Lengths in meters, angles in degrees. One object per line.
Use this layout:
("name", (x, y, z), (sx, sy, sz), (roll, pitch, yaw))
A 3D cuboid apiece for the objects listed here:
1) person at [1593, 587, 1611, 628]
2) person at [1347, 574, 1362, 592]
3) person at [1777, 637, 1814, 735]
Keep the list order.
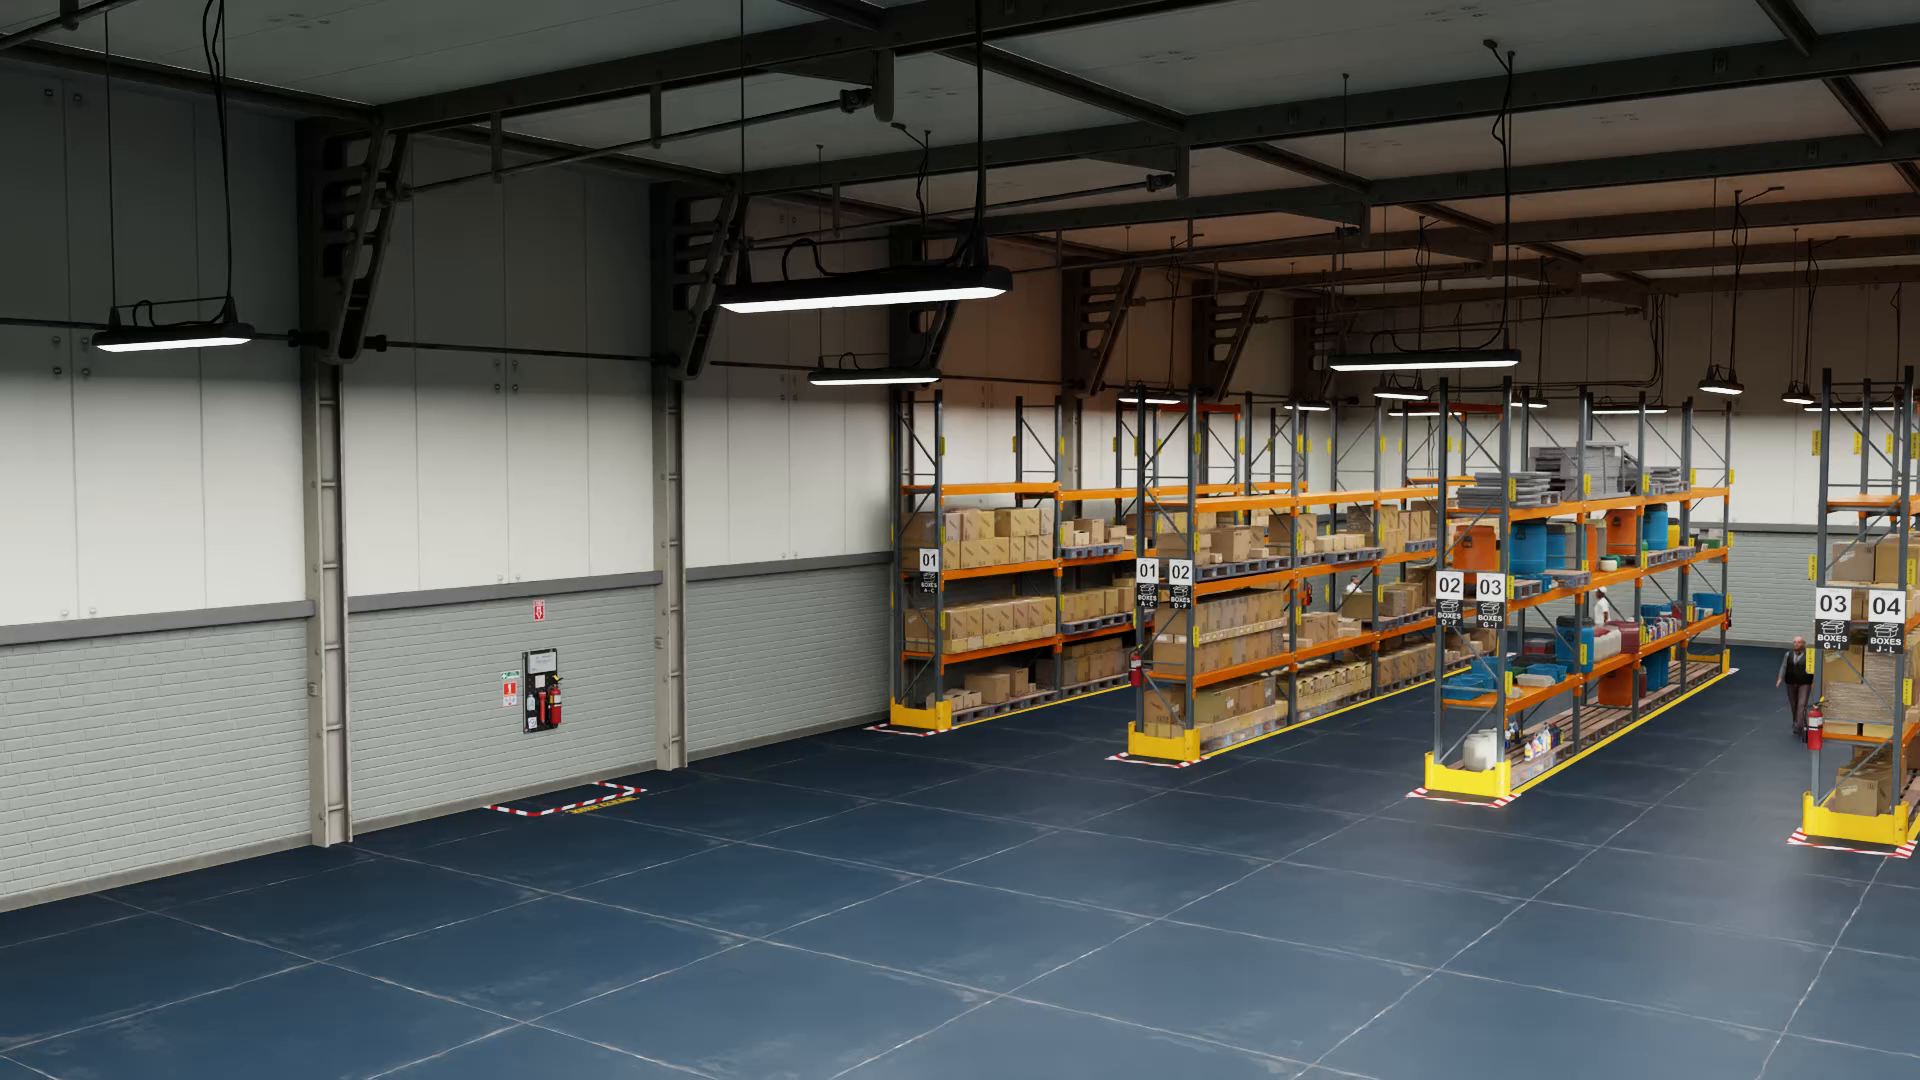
("person", (14.988, 1.933, 39.016), (1.102, 1.689, 0.530), (3, 4, 41))
("person", (10.258, 1.728, 43.298), (0.534, 1.692, 0.404), (-2, 4, -36))
("person", (14.629, 2.515, 29.037), (0.623, 1.661, 1.069), (2, 4, 37))
